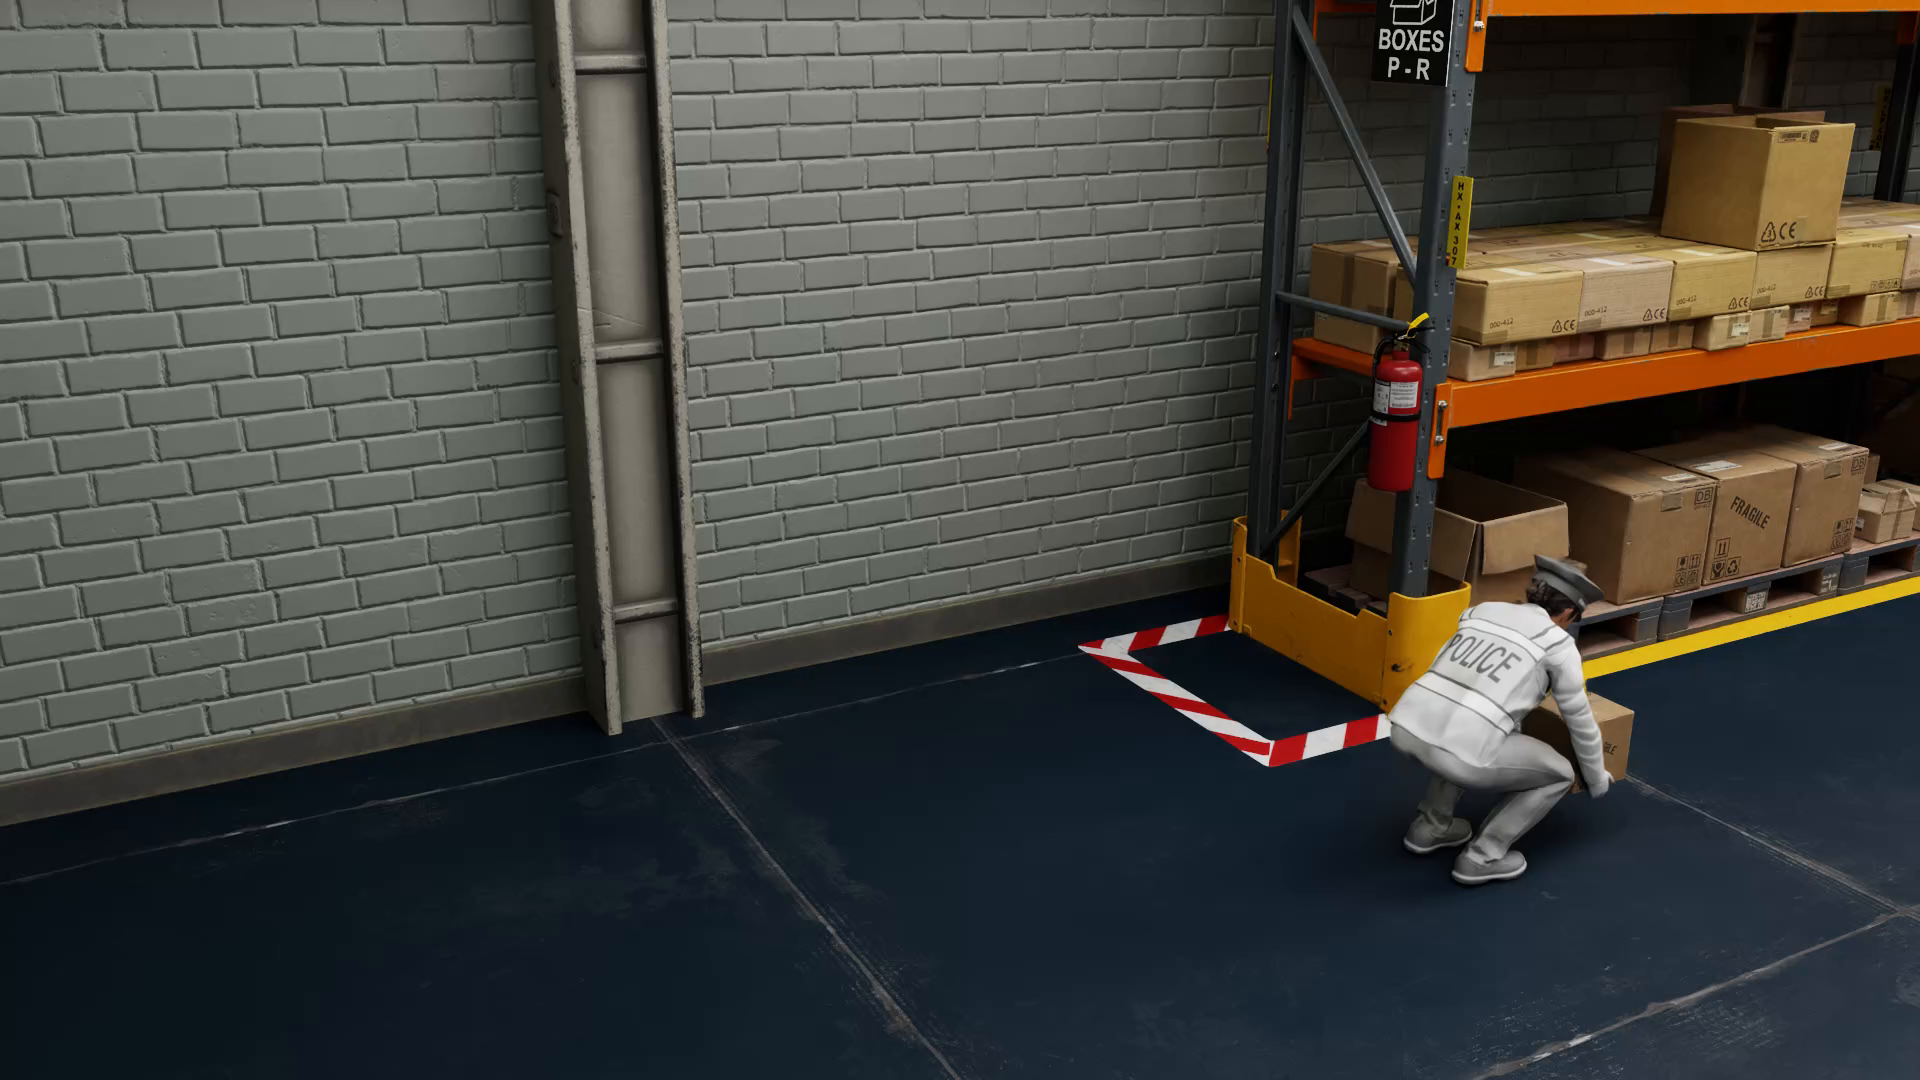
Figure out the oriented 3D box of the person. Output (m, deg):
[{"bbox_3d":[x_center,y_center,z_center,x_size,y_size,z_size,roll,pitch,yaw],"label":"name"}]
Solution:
[{"bbox_3d":[14.283,-1.983,5.363,23.551,5.875,11.112,-10,21,-27],"label":"person"}]
